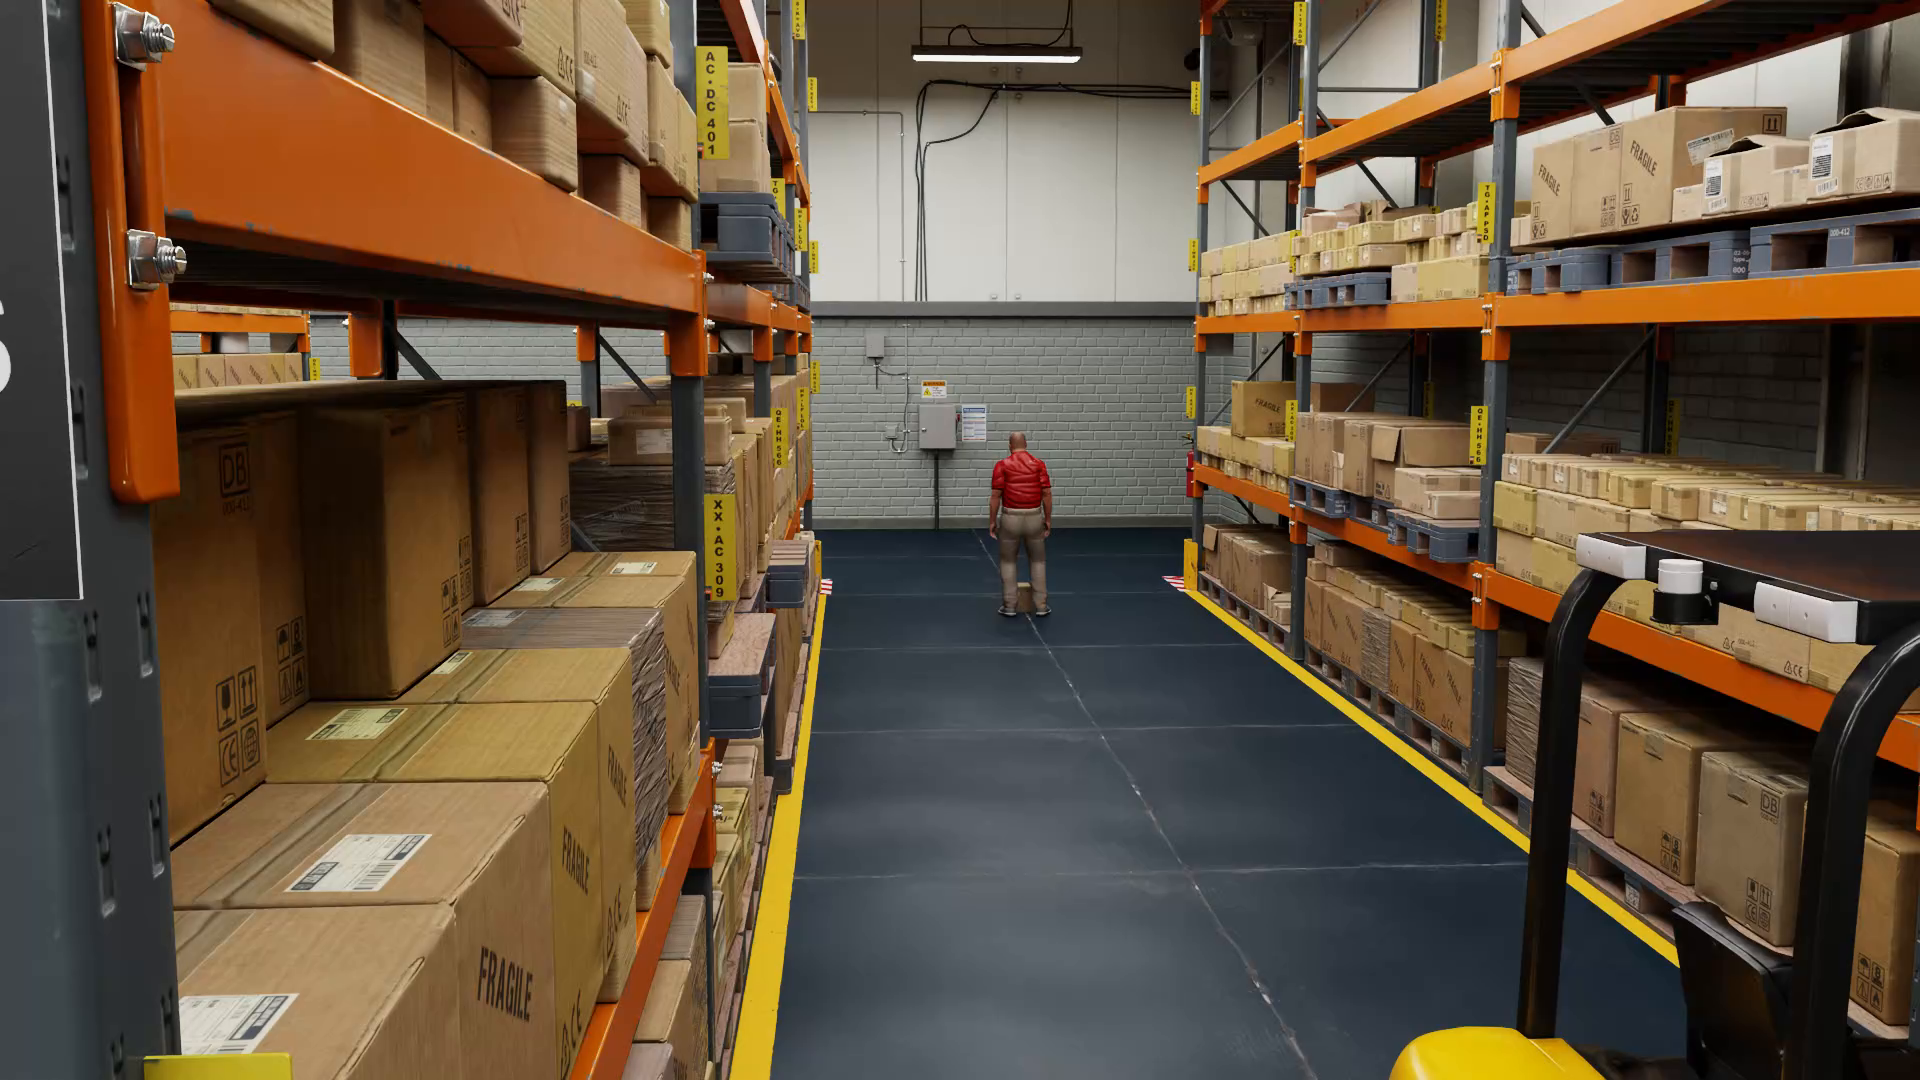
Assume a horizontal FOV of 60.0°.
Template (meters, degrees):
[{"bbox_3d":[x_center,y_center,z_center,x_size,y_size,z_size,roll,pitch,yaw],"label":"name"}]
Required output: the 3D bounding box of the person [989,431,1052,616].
[{"bbox_3d":[0.573,-0.153,15.576,0.606,1.727,0.387,-1,7,-7],"label":"person"}]
